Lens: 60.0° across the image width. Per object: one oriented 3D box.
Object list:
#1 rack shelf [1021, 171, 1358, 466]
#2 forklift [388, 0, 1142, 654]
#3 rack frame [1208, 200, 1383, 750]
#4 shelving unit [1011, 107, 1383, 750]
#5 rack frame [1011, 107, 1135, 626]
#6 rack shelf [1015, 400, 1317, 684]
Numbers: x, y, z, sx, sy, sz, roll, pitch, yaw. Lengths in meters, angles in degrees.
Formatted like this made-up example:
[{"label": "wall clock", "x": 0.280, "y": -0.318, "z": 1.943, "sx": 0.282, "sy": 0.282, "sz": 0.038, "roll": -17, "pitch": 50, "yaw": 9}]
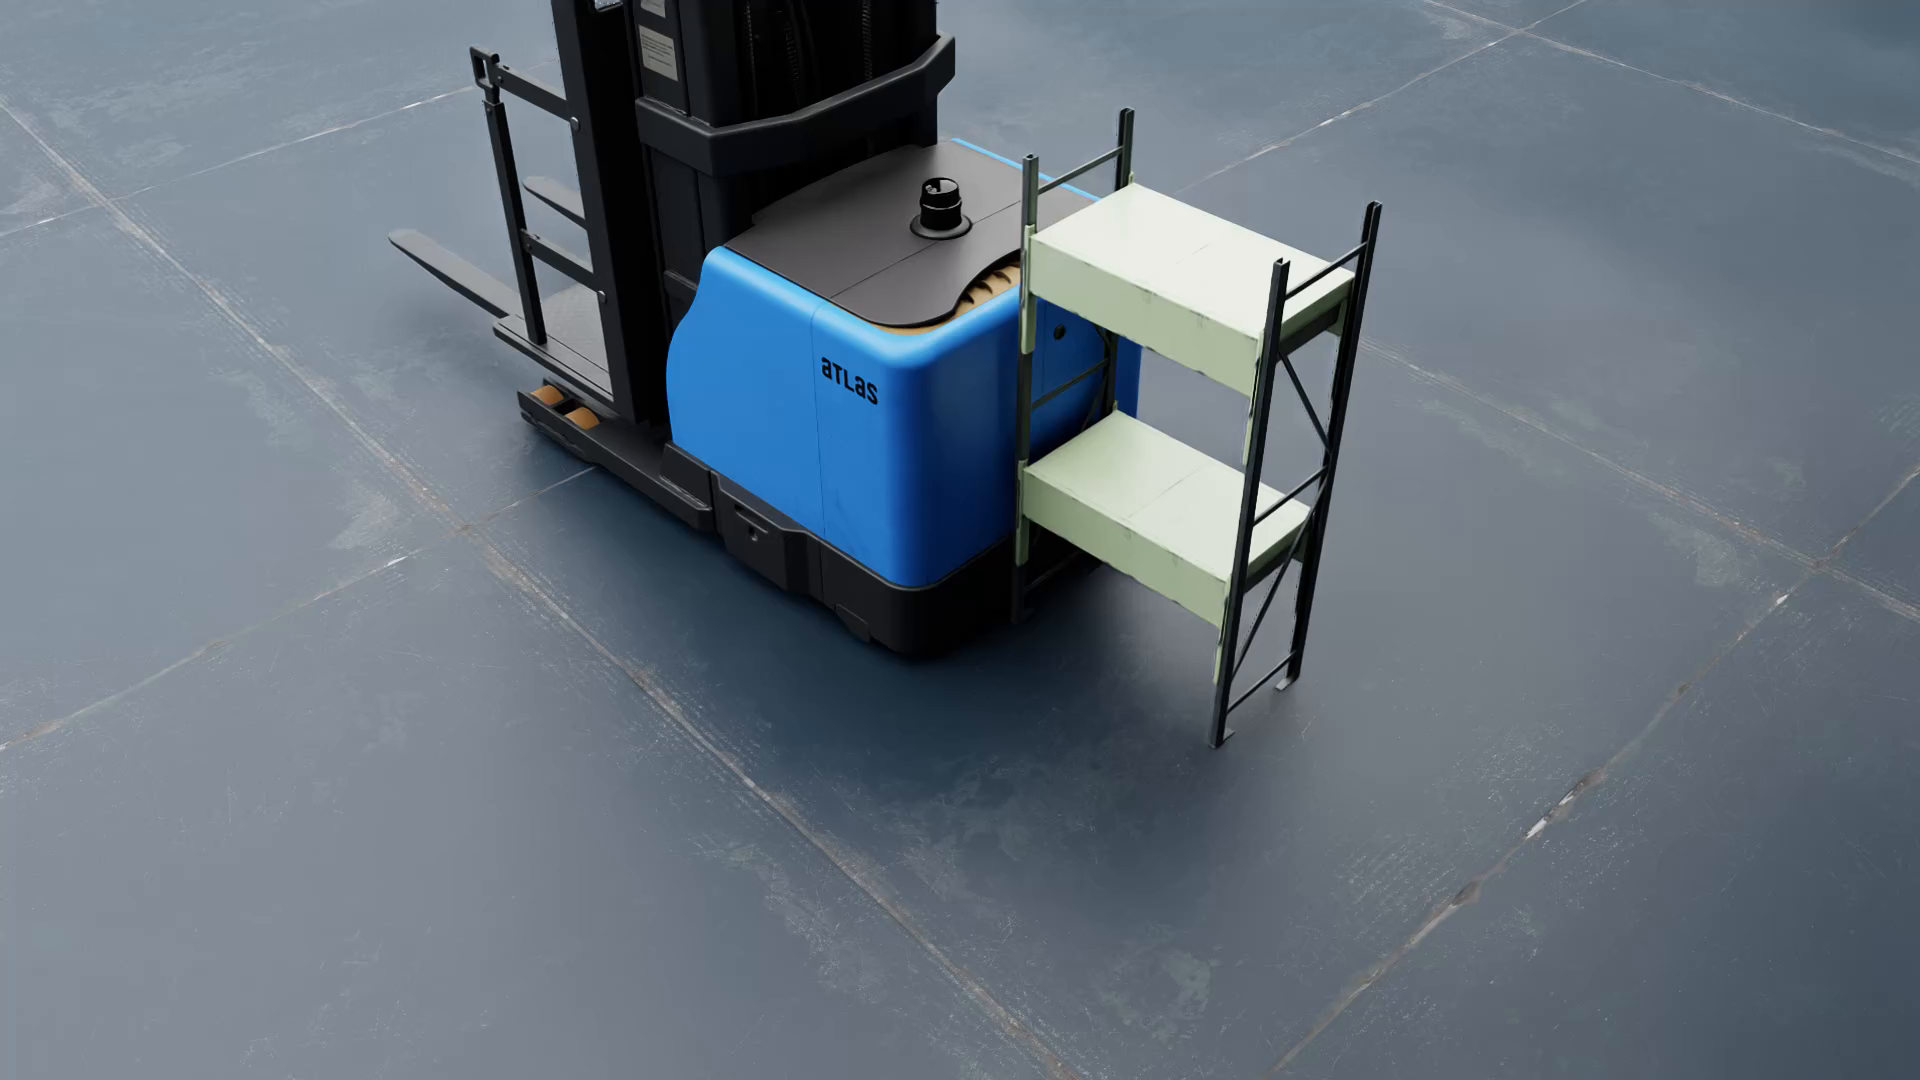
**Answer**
[{"label": "rack shelf", "x": 0.562, "y": -0.568, "z": 4.139, "sx": 0.720, "sy": 0.370, "sz": 0.431, "roll": 31, "pitch": 48, "yaw": 33}, {"label": "forklift", "x": -0.859, "y": -1.626, "z": 4.931, "sx": 3.031, "sy": 2.935, "sz": 1.130, "roll": 31, "pitch": 48, "yaw": 33}, {"label": "rack frame", "x": 0.826, "y": -0.105, "z": 4.187, "sx": 0.023, "sy": 1.500, "sz": 0.400, "roll": 31, "pitch": 48, "yaw": 33}, {"label": "shelving unit", "x": 0.562, "y": -0.264, "z": 4.384, "sx": 0.755, "sy": 1.500, "sz": 0.431, "roll": 31, "pitch": 48, "yaw": 33}, {"label": "rack frame", "x": 0.297, "y": -0.423, "z": 4.581, "sx": 0.023, "sy": 1.500, "sz": 0.400, "roll": 31, "pitch": 48, "yaw": 33}, {"label": "rack shelf", "x": 0.562, "y": -0.011, "z": 4.589, "sx": 0.720, "sy": 0.370, "sz": 0.431, "roll": 31, "pitch": 48, "yaw": 33}]
